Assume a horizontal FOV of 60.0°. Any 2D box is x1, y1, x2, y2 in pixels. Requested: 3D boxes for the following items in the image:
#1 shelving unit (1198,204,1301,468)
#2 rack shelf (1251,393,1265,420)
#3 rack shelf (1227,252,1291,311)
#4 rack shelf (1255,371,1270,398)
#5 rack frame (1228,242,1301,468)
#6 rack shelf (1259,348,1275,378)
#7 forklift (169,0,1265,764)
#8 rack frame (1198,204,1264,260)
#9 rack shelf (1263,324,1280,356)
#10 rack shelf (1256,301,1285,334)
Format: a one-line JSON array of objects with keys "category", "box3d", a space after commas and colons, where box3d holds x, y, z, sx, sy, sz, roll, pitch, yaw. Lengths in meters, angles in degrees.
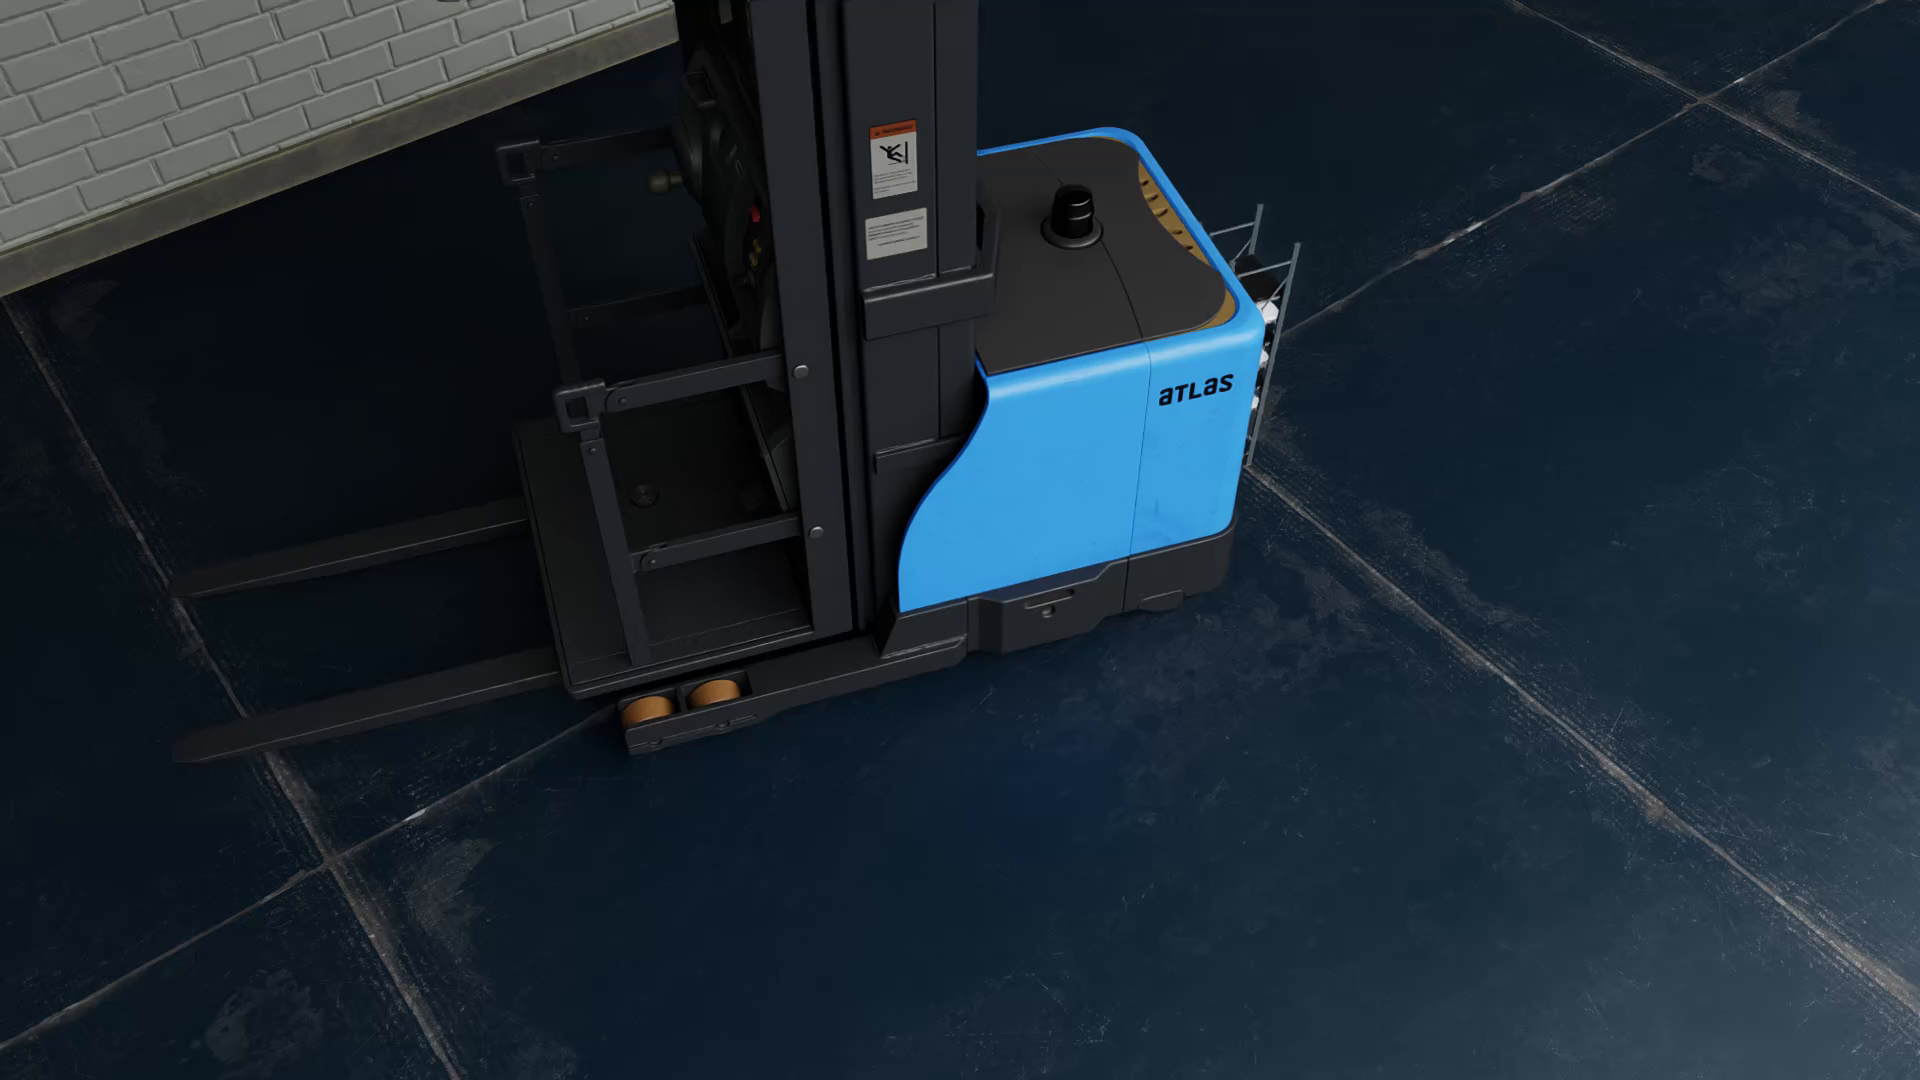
[{"category": "shelving unit", "box3d": [0.819, -0.588, 5.169, 0.258, 0.900, 0.210, -17, 50, -18]}, {"category": "rack shelf", "box3d": [0.811, -0.443, 5.325, 0.258, 0.077, 0.200, -17, 50, -18]}, {"category": "rack shelf", "box3d": [0.827, -0.750, 4.996, 0.258, 0.077, 0.200, -17, 50, -18]}, {"category": "rack shelf", "box3d": [0.815, -0.504, 5.259, 0.258, 0.077, 0.200, -17, 50, -18]}, {"category": "rack frame", "box3d": [0.861, -0.520, 5.107, 0.240, 0.900, 0.006, -17, 50, -18]}, {"category": "rack shelf", "box3d": [0.818, -0.566, 5.194, 0.258, 0.077, 0.200, -17, 50, -18]}, {"category": "forklift", "box3d": [-0.758, -0.827, 4.022, 3.031, 2.935, 1.130, -14, 49, -12]}, {"category": "rack frame", "box3d": [0.776, -0.657, 5.231, 0.240, 0.900, 0.006, -17, 50, -18]}, {"category": "rack shelf", "box3d": [0.821, -0.627, 5.128, 0.258, 0.077, 0.200, -17, 50, -18]}, {"category": "rack shelf", "box3d": [0.824, -0.688, 5.062, 0.258, 0.077, 0.200, -17, 50, -18]}]
